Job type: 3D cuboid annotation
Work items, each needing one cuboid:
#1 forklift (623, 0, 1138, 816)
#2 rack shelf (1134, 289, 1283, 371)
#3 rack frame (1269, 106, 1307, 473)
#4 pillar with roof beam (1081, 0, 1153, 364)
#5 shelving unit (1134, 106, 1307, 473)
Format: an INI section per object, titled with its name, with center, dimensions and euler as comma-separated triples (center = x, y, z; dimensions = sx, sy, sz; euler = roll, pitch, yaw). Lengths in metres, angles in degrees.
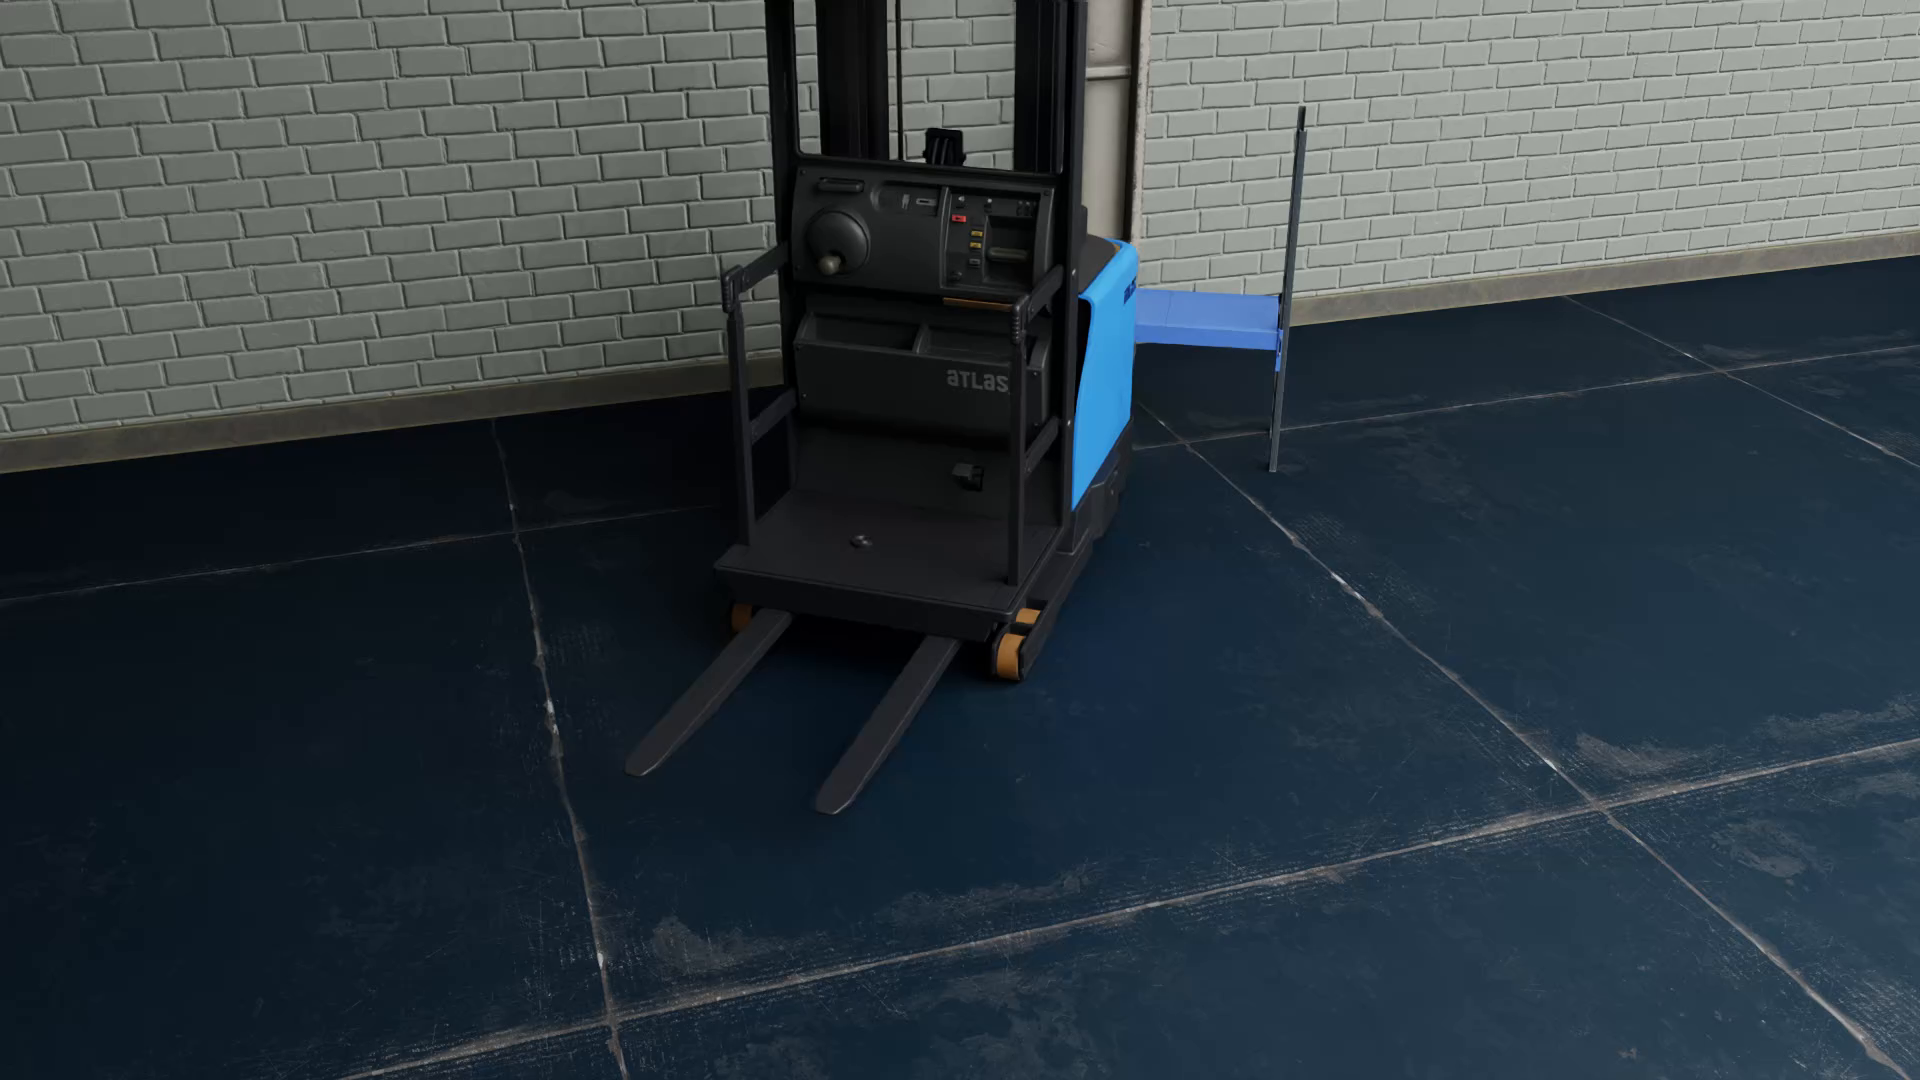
[forklift]
center = -0.201, -1.024, 5.517
dimensions = 1.130, 2.935, 3.031
euler = 8, 28, 16
[rack shelf]
center = 0.923, -0.957, 7.395
dimensions = 1.000, 0.185, 0.538
euler = 4, 27, 9
[rack frame]
center = 1.423, -1.079, 7.236
dimensions = 0.032, 1.500, 0.500
euler = 4, 27, 9
[pillar with roof beam]
center = 2.001, -3.158, 2.991
dimensions = 0.400, 9.000, 9.100
euler = -8, 28, -16
[shelving unit]
center = 0.923, -1.118, 7.315
dimensions = 1.048, 1.500, 0.538
euler = 4, 27, 9
